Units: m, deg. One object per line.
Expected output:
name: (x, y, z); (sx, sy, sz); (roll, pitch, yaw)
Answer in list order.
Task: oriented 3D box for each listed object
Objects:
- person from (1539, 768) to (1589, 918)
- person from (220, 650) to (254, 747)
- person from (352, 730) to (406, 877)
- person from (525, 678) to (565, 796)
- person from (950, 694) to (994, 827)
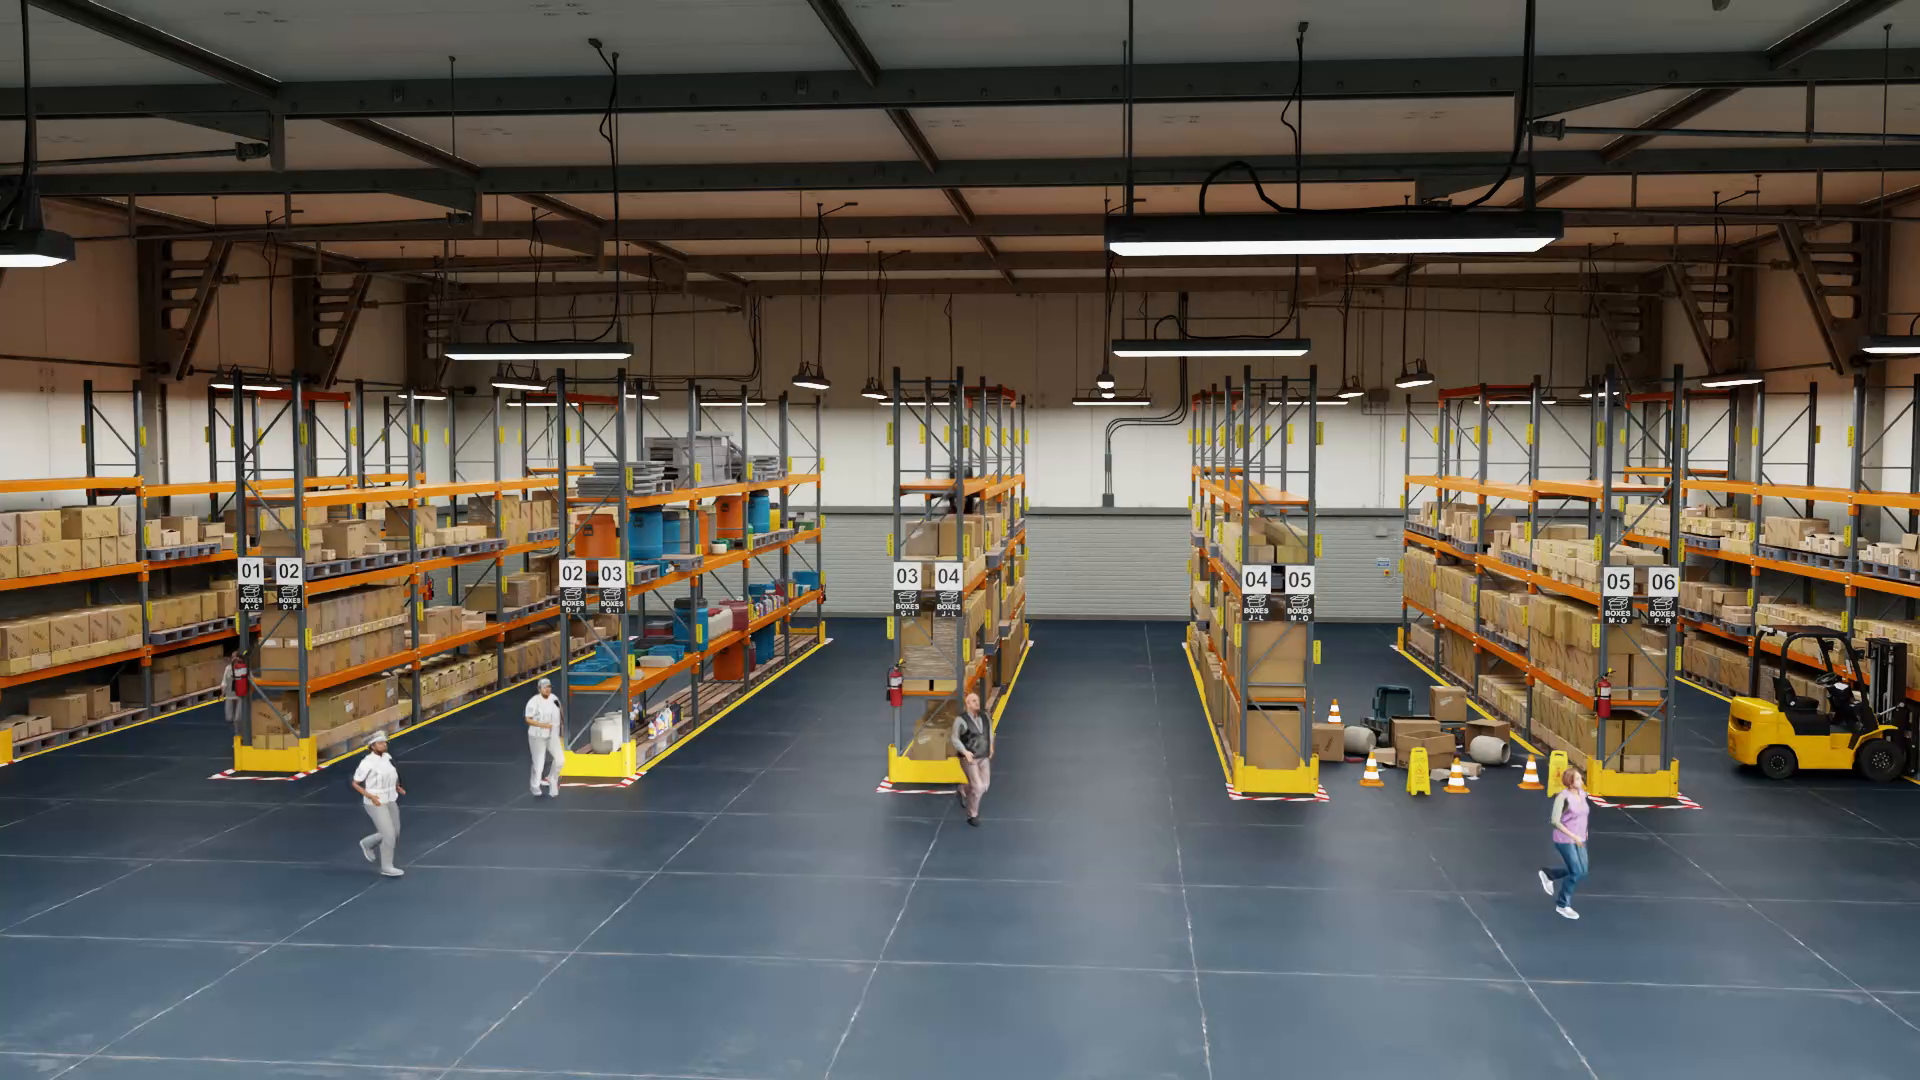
person: (6.345, 3.150, 17.425); (0.554, 1.573, 0.602); (-3, 4, -36)
person: (-11.689, 2.562, 26.924); (0.538, 1.554, 0.549); (0, 4, -3)
person: (-6.656, 2.996, 19.001); (0.701, 1.643, 0.580); (2, 4, 24)
person: (-5.735, 2.757, 23.104); (0.637, 1.694, 0.676); (-3, 5, -40)
person: (0.134, 2.825, 21.587); (0.668, 1.706, 0.651); (-2, 4, -35)
